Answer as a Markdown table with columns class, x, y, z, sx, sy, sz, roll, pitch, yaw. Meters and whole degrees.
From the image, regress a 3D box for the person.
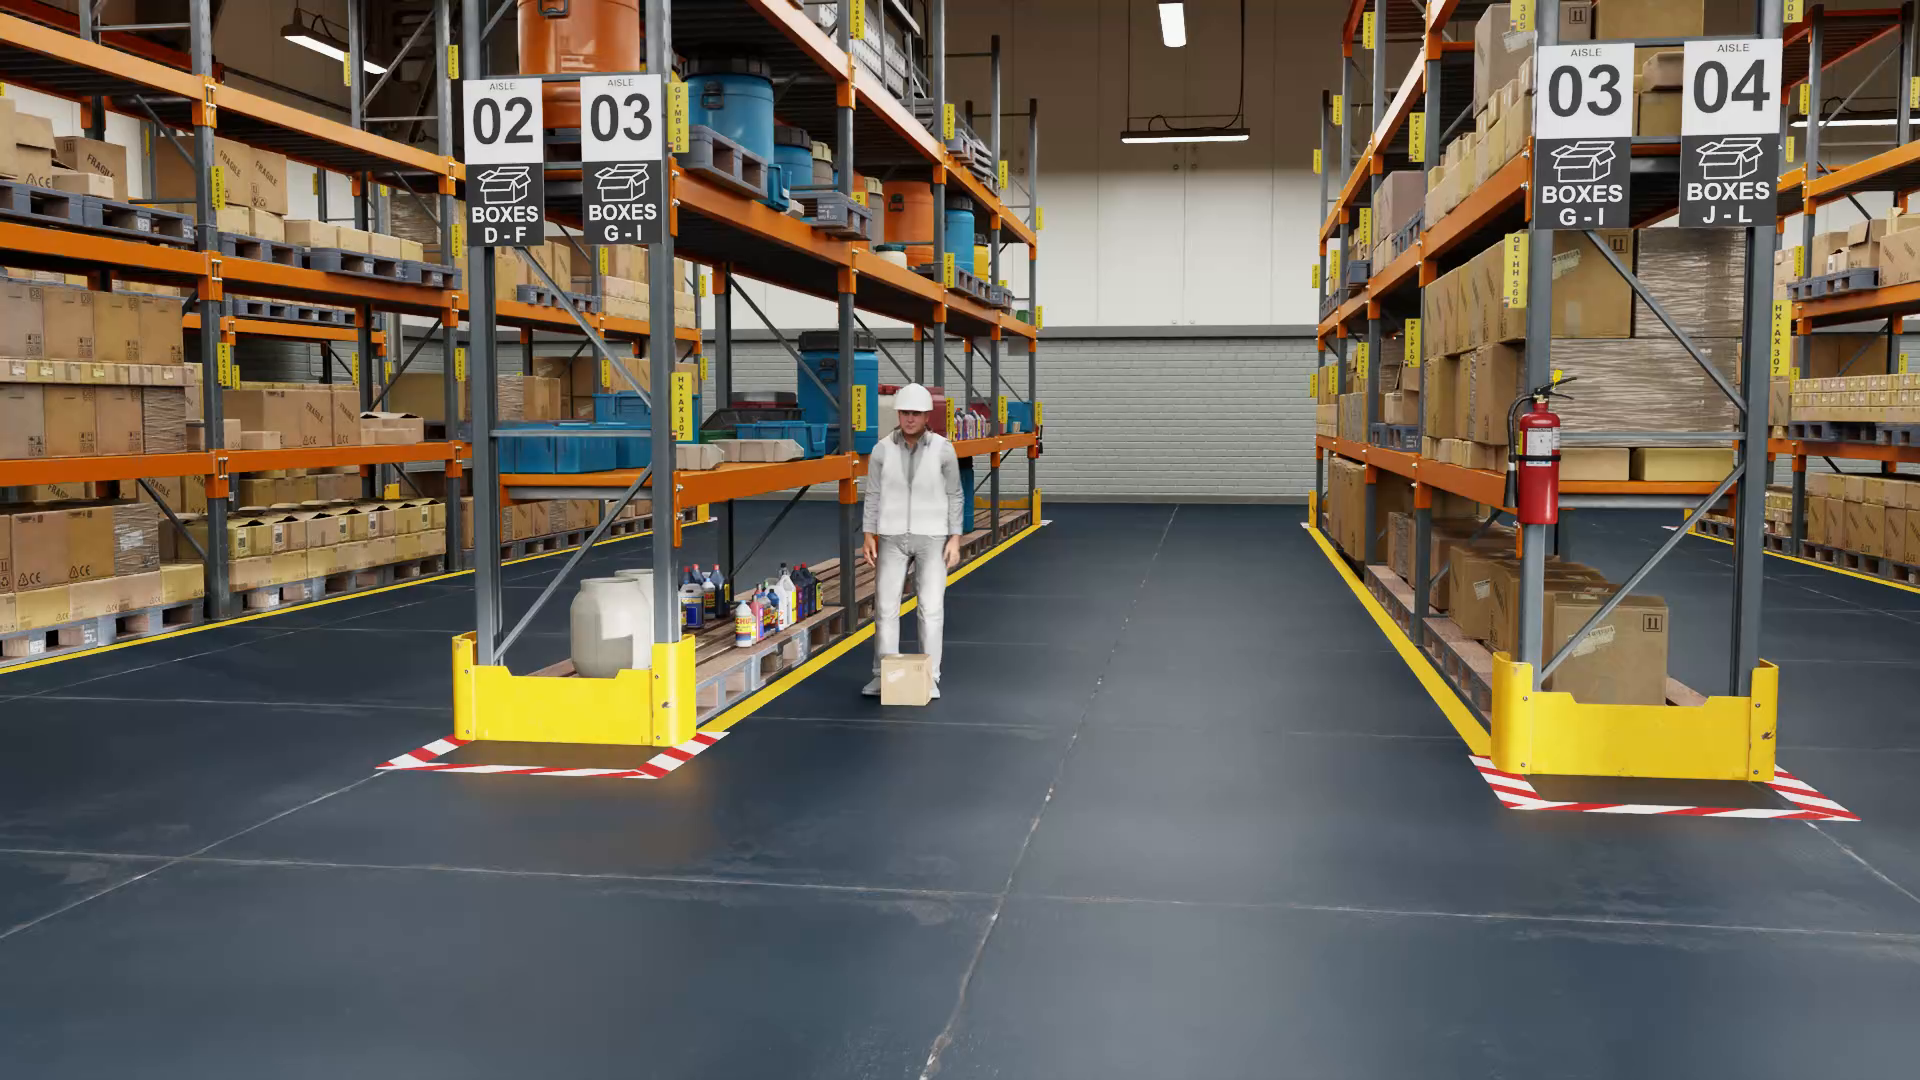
| class | x | y | z | sx | sy | sz | roll | pitch | yaw |
| --- | --- | --- | --- | --- | --- | --- | --- | --- | --- |
| person | -0.269 | -0.001 | 9.473 | 0.580 | 1.772 | 0.462 | 1 | 4 | 9 |
